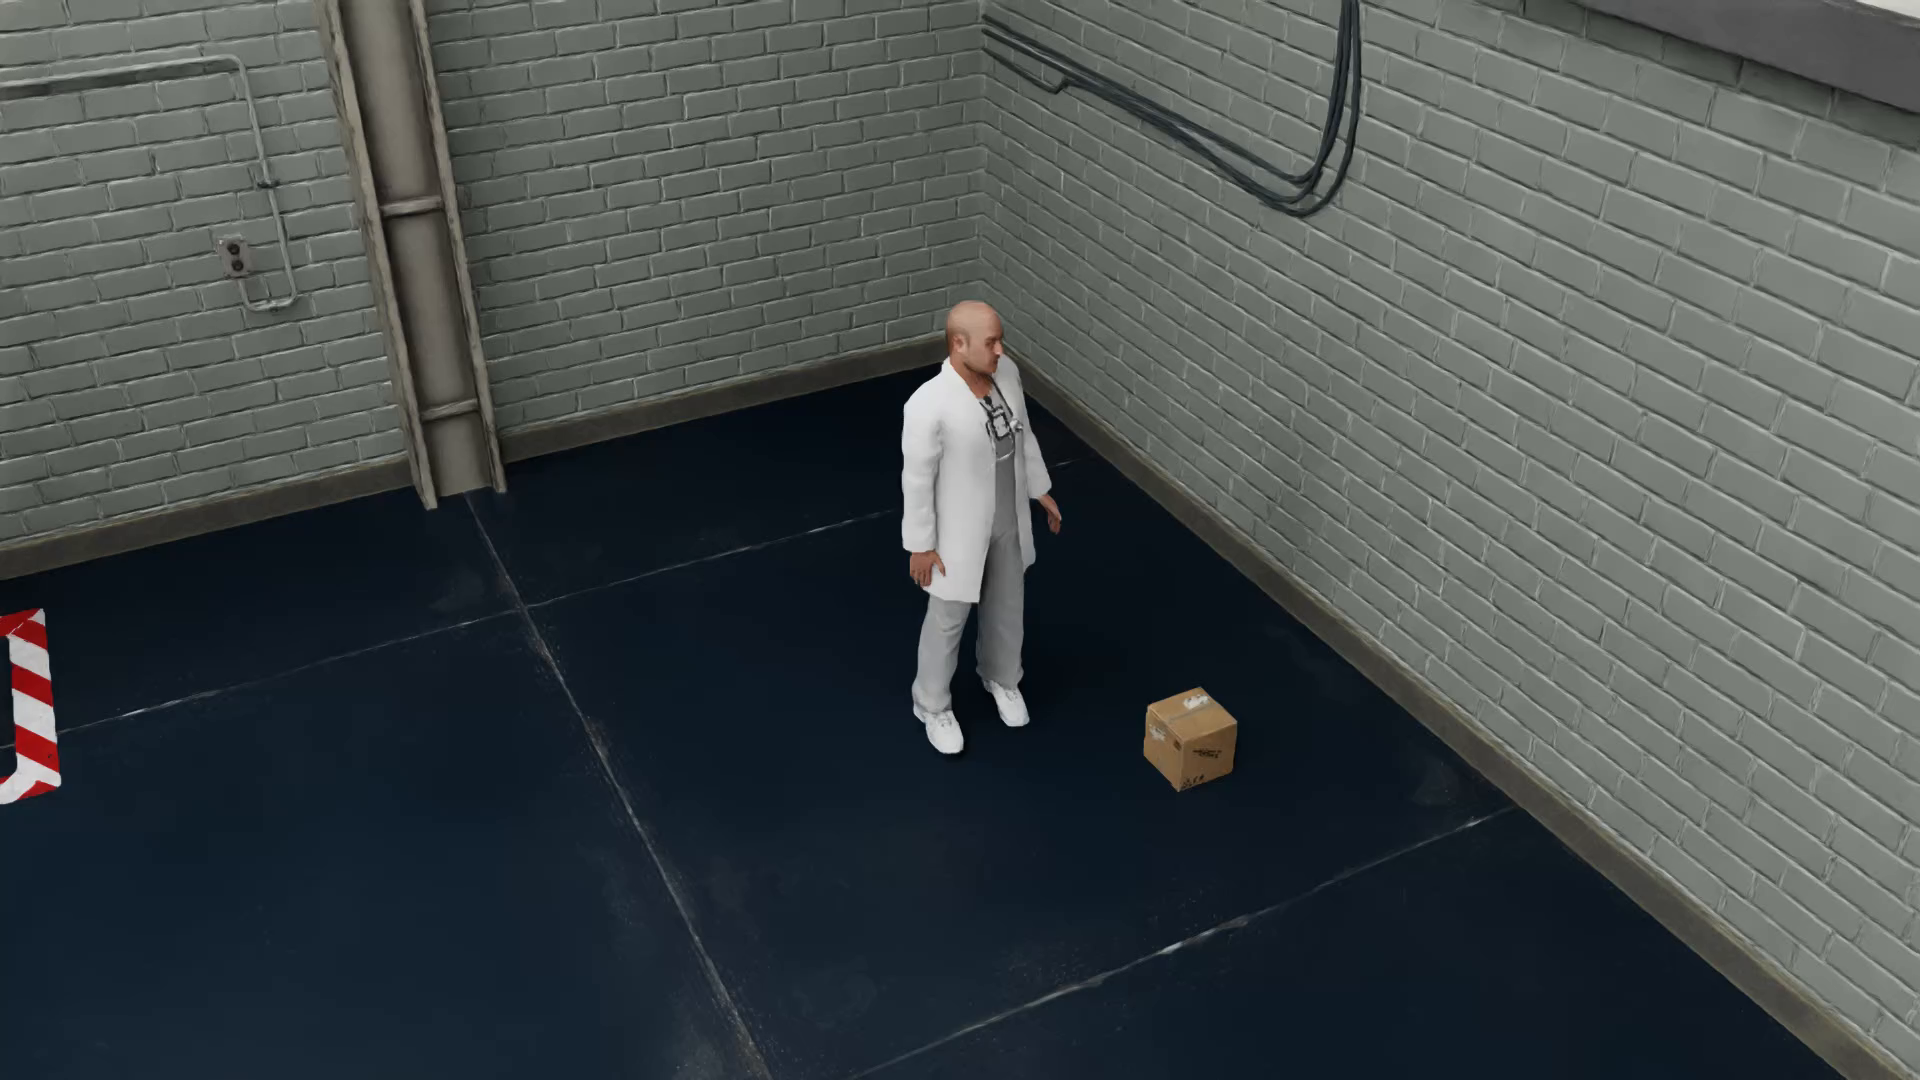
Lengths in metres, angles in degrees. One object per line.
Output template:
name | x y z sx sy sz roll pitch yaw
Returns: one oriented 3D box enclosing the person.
person | 0.079 -0.047 6.205 0.432 1.758 0.647 28 42 36
